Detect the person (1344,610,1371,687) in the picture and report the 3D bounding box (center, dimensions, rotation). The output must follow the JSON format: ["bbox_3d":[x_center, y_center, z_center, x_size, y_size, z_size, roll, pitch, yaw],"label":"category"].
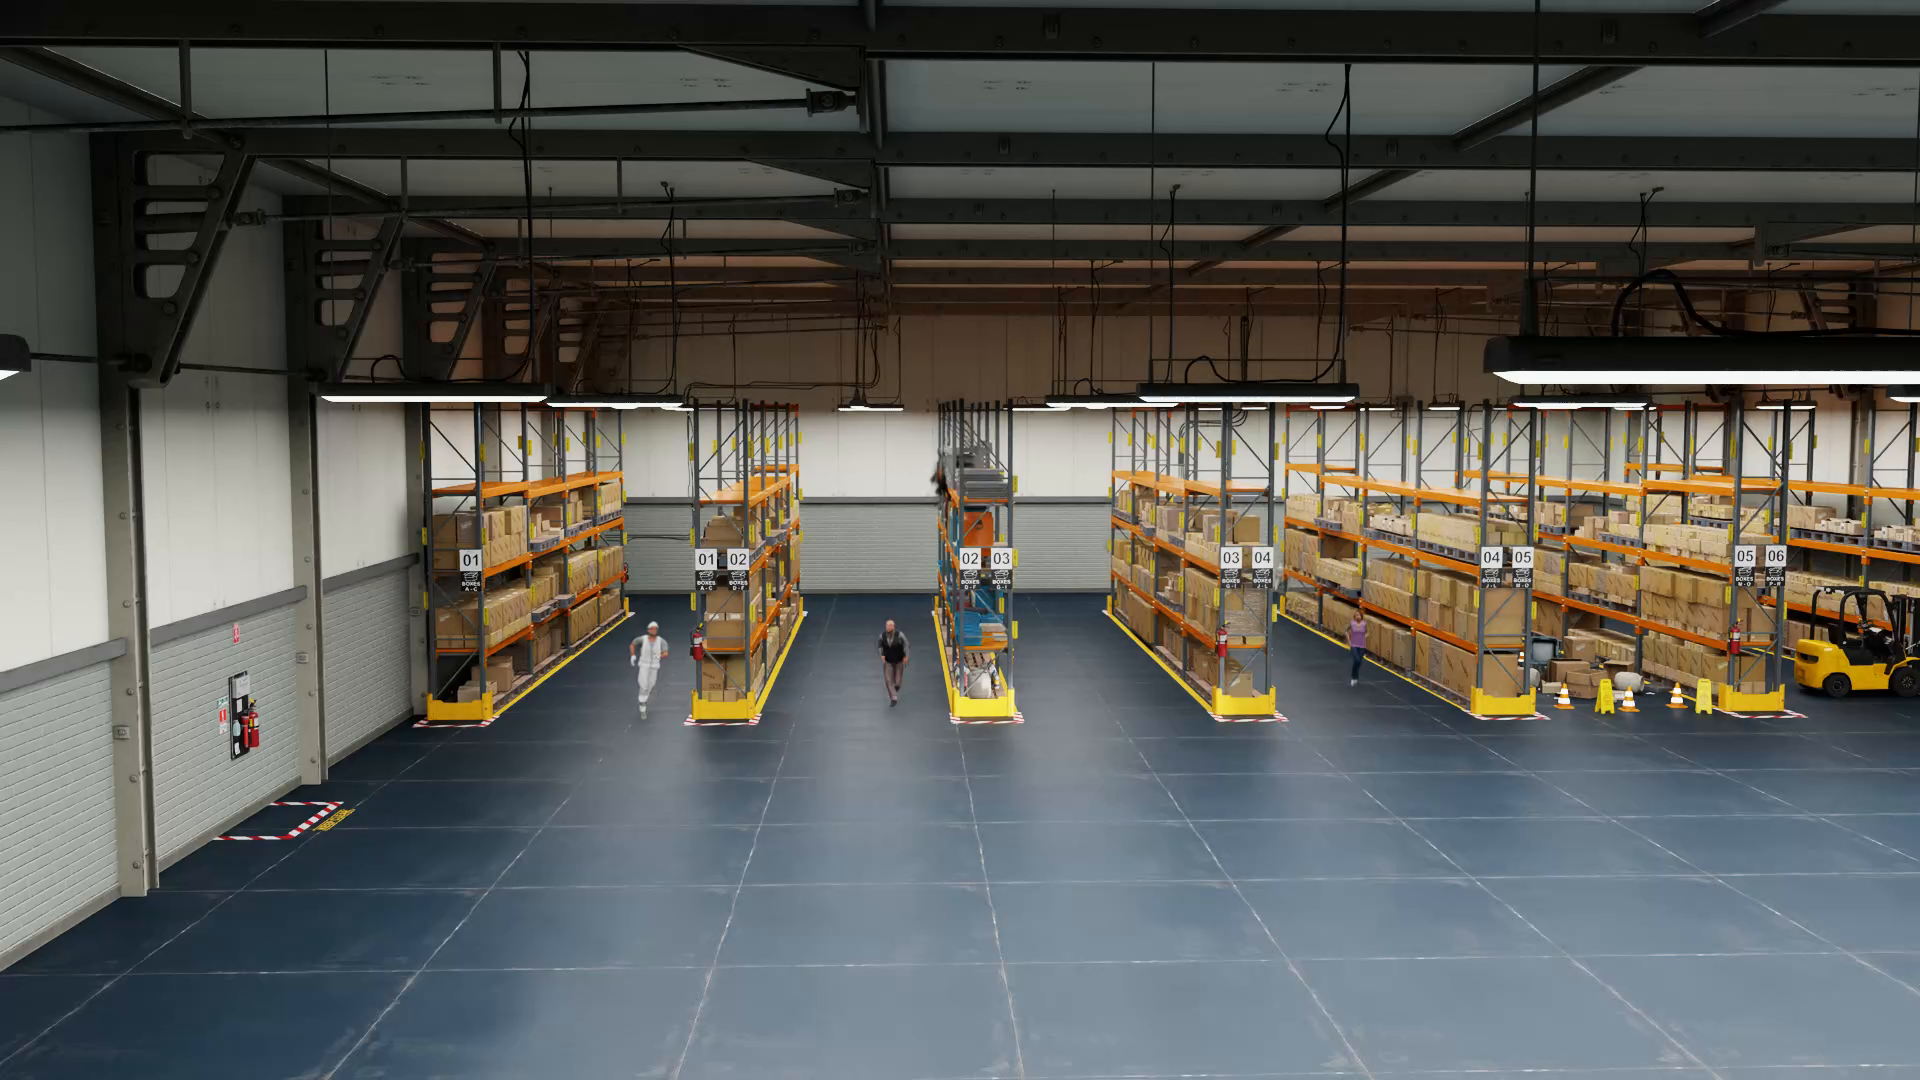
[{"bbox_3d":[8.375,2.283,34.984,0.507,1.623,0.684,0,4,-3],"label":"person"}]

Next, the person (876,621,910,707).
[{"bbox_3d":[-1.320,2.416,32.833,0.677,1.695,0.767,0,4,4],"label":"person"}]

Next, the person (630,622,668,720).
[{"bbox_3d":[-5.892,2.457,31.552,0.700,1.827,0.898,-2,5,-24],"label":"person"}]

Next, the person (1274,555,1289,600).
[{"bbox_3d":[9.479,1.211,48.976,0.593,1.559,0.511,-4,6,-40],"label":"person"}]
